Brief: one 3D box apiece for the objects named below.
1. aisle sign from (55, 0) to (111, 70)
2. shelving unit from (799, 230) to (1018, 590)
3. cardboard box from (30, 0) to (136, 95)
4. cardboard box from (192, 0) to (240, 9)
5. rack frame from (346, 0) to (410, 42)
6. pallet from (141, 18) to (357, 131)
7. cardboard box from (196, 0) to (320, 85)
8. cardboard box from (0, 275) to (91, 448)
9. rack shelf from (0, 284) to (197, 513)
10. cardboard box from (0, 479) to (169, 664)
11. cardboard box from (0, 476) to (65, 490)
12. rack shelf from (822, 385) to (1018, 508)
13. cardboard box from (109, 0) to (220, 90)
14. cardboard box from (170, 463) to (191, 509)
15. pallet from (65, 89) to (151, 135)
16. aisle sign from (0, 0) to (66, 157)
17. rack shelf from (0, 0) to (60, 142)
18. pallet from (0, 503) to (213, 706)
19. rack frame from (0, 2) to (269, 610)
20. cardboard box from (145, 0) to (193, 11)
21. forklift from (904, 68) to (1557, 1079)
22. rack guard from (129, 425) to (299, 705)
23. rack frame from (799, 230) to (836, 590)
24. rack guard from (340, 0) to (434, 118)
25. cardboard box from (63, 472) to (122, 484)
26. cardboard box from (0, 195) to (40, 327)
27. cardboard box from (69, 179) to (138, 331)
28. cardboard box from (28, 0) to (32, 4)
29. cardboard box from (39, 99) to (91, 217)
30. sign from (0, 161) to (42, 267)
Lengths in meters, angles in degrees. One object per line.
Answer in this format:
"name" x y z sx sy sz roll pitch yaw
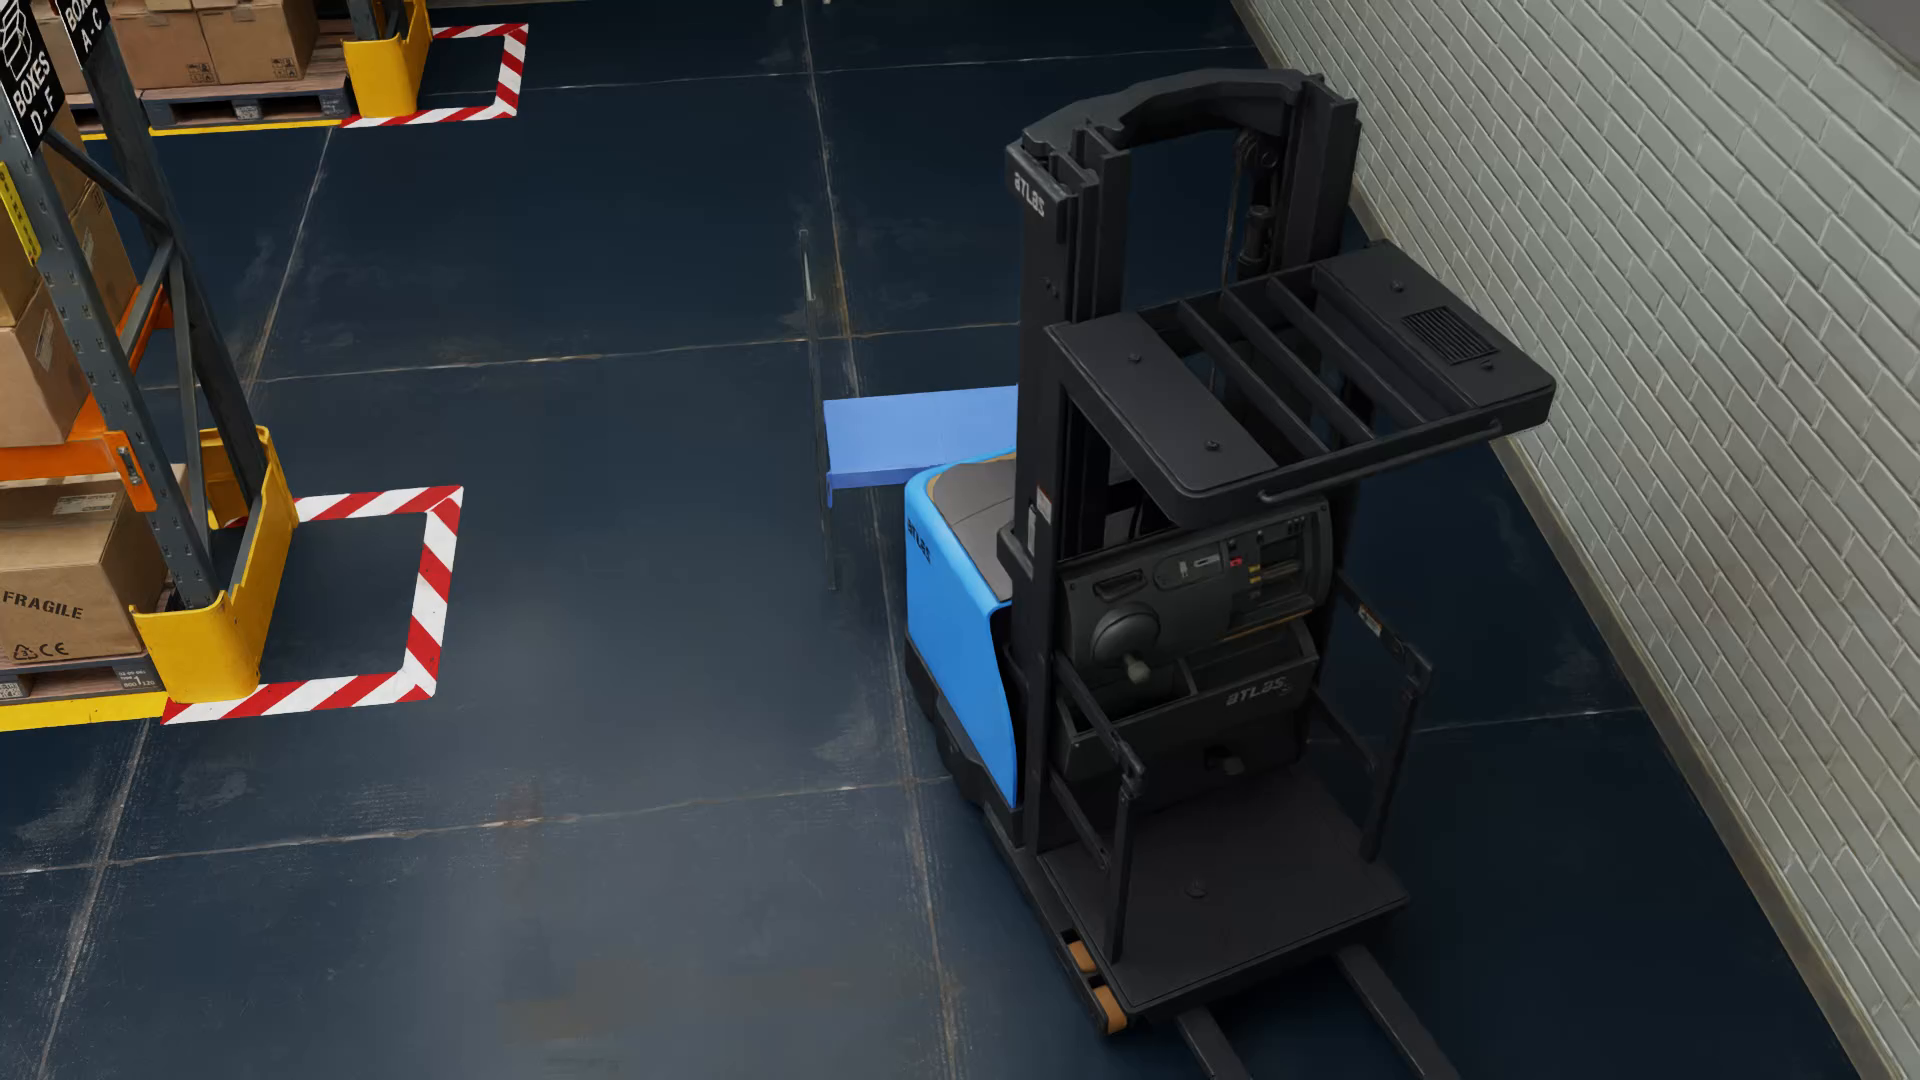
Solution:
"aisle sign" -3.006 -2.019 5.523 0.004 0.787 0.394 -5 42 -6
"shelving unit" -0.085 -0.550 6.955 1.048 1.500 0.538 -5 42 -6
"cardboard box" -5.357 -3.156 10.277 0.500 0.500 0.700 -6 42 -7
"cardboard box" -4.466 -3.352 10.010 0.250 0.149 0.380 -5 42 -6
"rack frame" -3.681 -4.143 9.818 0.127 3.000 1.000 -5 42 -6
"pallet" -4.464 -2.986 10.618 1.213 0.211 1.003 -5 42 -6
"cardboard box" -4.363 -3.243 10.374 0.500 0.500 0.700 -5 42 -6
"cardboard box" -3.444 -0.671 5.894 0.500 0.500 0.500 -4 42 -4
"rack shelf" -5.019 -0.412 6.220 4.000 0.370 1.077 -5 42 -6
"cardboard box" -3.543 0.123 6.628 0.500 0.500 0.500 -5 42 -6
"cardboard box" -4.107 -0.093 7.053 0.500 0.250 0.500 -5 42 -6
"rack shelf" -0.085 -0.416 7.075 1.000 0.185 0.538 -5 42 -6
"cardboard box" -4.859 -3.200 10.326 0.500 0.500 0.700 -5 42 -6
"cardboard box" -3.495 -0.150 7.192 0.250 0.149 0.380 -5 42 -6
"pallet" -5.671 -2.882 10.503 1.213 0.211 1.003 -5 42 -6
"aisle sign" -2.928 -1.621 5.082 0.004 0.787 0.394 -5 42 -6
"rack shelf" -5.019 -1.526 5.215 4.000 0.370 1.077 -5 42 -6
"pallet" -3.901 0.259 7.021 1.213 0.211 1.003 -5 42 -6
"rack frame" -3.036 -0.853 6.171 0.127 3.000 1.000 -5 42 -6
"cardboard box" -4.720 -3.329 9.985 0.250 0.149 0.380 -4 42 -4
"forklift" 0.838 0.242 5.009 1.130 2.935 3.031 -17 45 -18
"rack guard" -3.111 0.082 7.001 0.348 0.500 1.175 -5 42 -6
"rack frame" -0.589 -0.505 6.906 0.032 1.500 0.500 -5 42 -6
"rack guard" -3.658 -3.217 10.658 0.348 0.500 1.175 -5 42 -6
"cardboard box" -3.743 -0.135 7.162 0.250 0.166 0.380 -5 42 -6
"cardboard box" -3.441 -1.040 5.558 0.500 0.500 0.500 -5 42 -6
"cardboard box" -3.510 -1.027 6.289 0.500 0.500 0.500 -4 42 -5
"cardboard box" -5.885 -3.104 10.220 0.500 0.500 0.700 -4 42 -5
"cardboard box" -3.510 -1.398 5.954 0.500 0.500 0.500 -4 42 -4
"sign" -2.983 -1.030 5.267 0.005 0.325 0.100 -5 42 -6
